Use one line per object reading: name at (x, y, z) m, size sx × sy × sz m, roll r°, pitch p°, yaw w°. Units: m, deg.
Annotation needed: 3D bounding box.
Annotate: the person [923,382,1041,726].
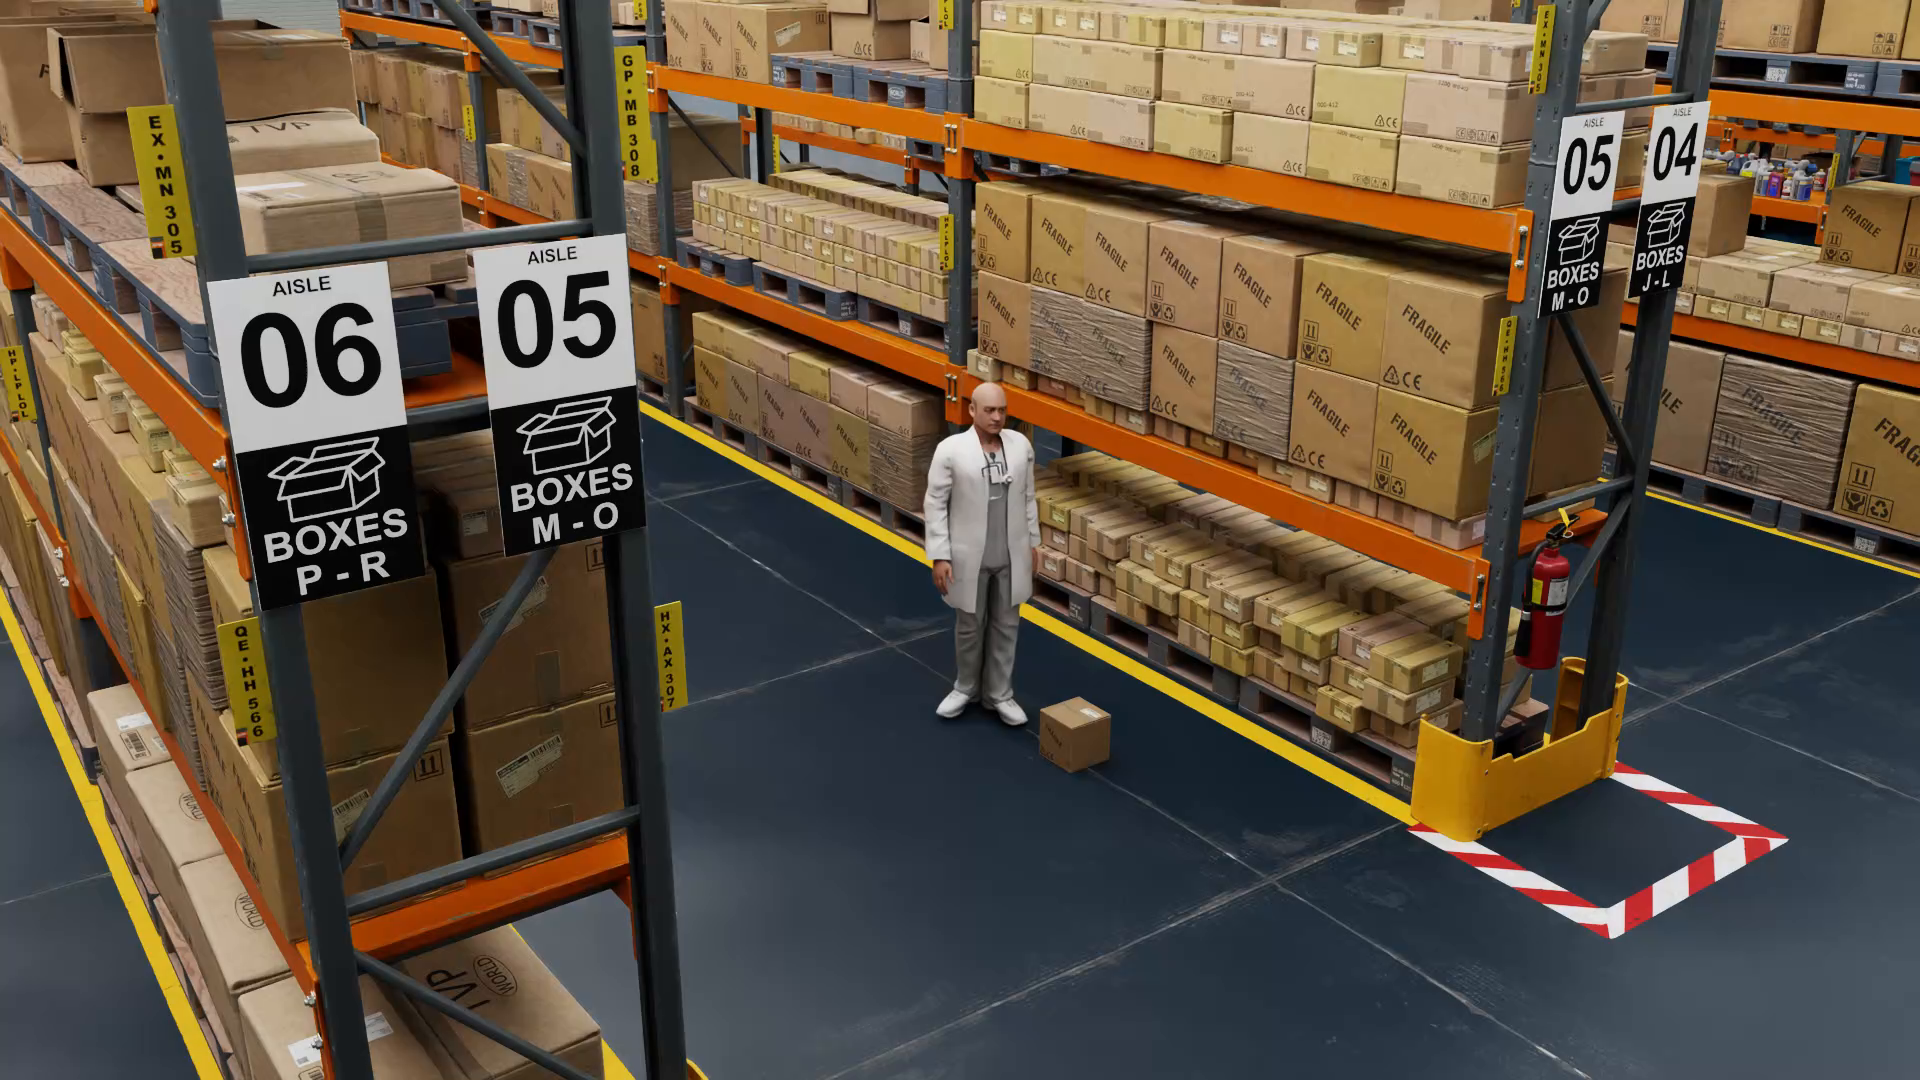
person at (0.126, 0.078, 8.354) m, size 0.640 × 1.776 × 0.455 m, roll -7°, pitch 22°, yaw -16°
